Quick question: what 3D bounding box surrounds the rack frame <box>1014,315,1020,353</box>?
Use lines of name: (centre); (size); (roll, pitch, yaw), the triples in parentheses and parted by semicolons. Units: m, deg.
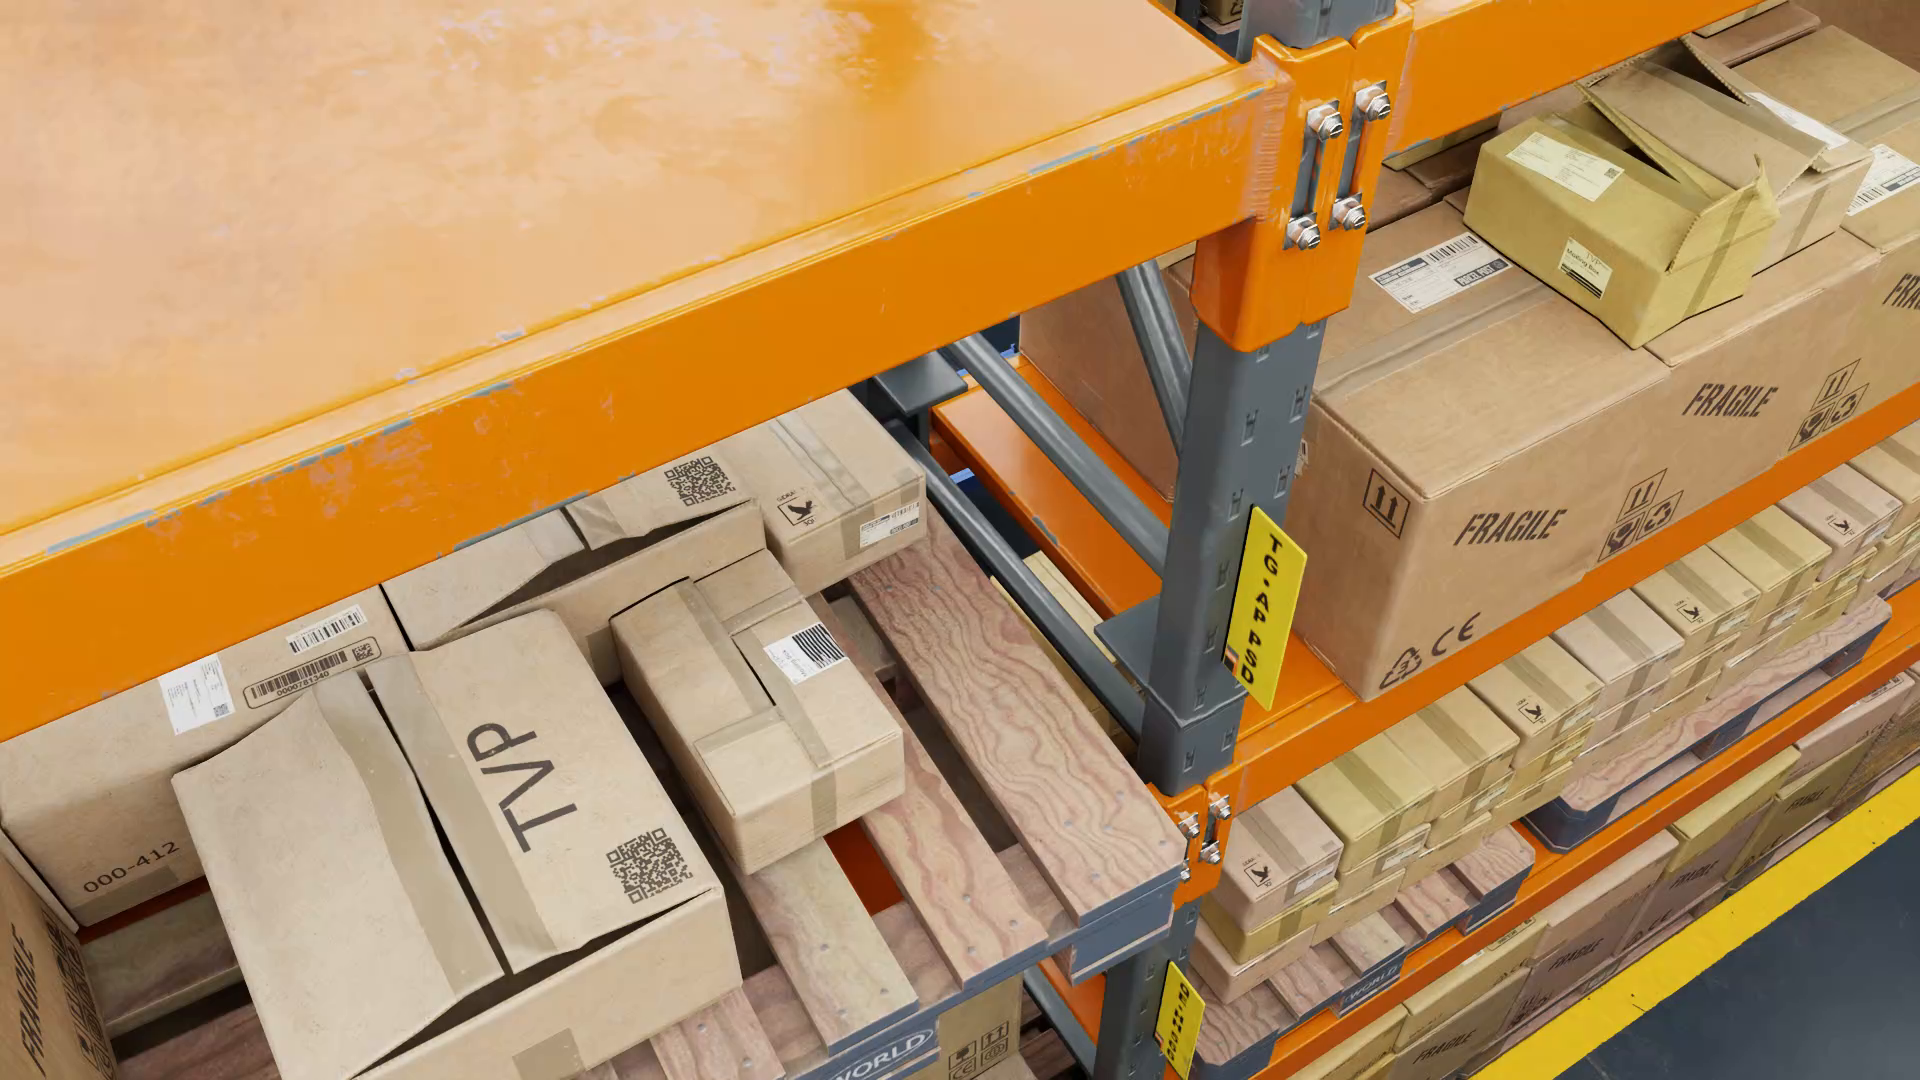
rack frame: (0.358, -0.667, 6.285); (0.032, 1.500, 0.500); (-25, 53, -21)

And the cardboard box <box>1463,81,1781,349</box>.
cardboard box: (1.035, -0.539, 2.579); (0.258, 0.266, 0.396); (-25, 53, -21)

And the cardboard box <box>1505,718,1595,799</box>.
cardboard box: (1.291, 0.399, 4.019); (0.250, 0.149, 0.380); (-25, 53, -21)

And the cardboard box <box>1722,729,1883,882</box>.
cardboard box: (2.567, 0.695, 5.461); (0.500, 0.500, 0.500); (-26, 53, -22)

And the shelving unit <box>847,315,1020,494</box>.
shelving unit: (-0.072, -0.465, 6.105); (1.048, 1.500, 0.538); (-25, 53, -21)

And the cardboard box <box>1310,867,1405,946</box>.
cardboard box: (0.823, 0.725, 3.928); (0.250, 0.149, 0.380); (-23, 52, -19)

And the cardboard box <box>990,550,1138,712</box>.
cardboard box: (0.279, 0.200, 3.997); (0.250, 0.149, 0.380); (-27, 54, -22)

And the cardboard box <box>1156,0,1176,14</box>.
cardboard box: (0.401, -2.994, 8.494); (0.875, 0.875, 1.225); (-25, 53, -21)

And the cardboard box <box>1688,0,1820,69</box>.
cardboard box: (1.298, -0.884, 3.399); (0.500, 0.500, 0.500); (-25, 53, -21)

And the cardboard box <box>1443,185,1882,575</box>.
cardboard box: (1.154, -0.355, 2.928); (0.500, 0.500, 0.500); (-25, 53, -21)

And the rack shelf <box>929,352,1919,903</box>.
rack shelf: (1.801, -0.617, 3.709); (4.000, 0.370, 1.077); (-25, 53, -21)

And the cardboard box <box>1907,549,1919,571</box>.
cardboard box: (2.619, -0.126, 4.686); (0.250, 0.149, 0.380); (-28, 54, -23)

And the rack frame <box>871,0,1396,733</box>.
rack frame: (0.110, -1.057, 1.610); (0.127, 3.000, 1.000); (-25, 53, -21)

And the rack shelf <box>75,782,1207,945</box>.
rack shelf: (-1.582, 0.977, 2.290); (4.000, 0.370, 1.077); (-25, 53, -21)

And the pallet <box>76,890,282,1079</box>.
pallet: (-1.351, 0.741, 2.144); (1.213, 0.211, 1.003); (-23, 52, -19)

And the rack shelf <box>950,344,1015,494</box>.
rack shelf: (-0.072, -0.345, 6.239); (1.000, 0.185, 0.538); (-25, 53, -21)

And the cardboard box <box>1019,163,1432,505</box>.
cardboard box: (0.457, -0.480, 3.039); (0.500, 0.500, 0.500); (-25, 53, -21)

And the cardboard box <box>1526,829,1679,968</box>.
cardboard box: (1.676, 0.868, 4.804); (0.500, 0.250, 0.500); (-25, 53, -21)

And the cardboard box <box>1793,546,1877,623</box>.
cardboard box: (2.148, 0.001, 4.374); (0.250, 0.149, 0.380); (-25, 53, -21)

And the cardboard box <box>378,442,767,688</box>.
cardboard box: (-0.620, -0.053, 2.437); (0.500, 0.311, 0.500); (-25, 53, -21)

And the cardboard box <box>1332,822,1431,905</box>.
cardboard box: (0.854, 0.608, 3.833); (0.250, 0.149, 0.380); (-23, 52, -19)

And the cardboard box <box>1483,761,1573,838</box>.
cardboard box: (1.278, 0.509, 4.121); (0.250, 0.149, 0.380); (-23, 52, -19)

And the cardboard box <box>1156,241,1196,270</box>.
cardboard box: (0.313, -0.672, 2.697); (0.258, 0.266, 0.396); (-25, 53, -21)

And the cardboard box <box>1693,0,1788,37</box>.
cardboard box: (1.390, -1.198, 3.165); (0.258, 0.266, 0.396); (-25, 53, -21)

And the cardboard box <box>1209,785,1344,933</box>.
cardboard box: (0.607, 0.621, 3.622); (0.250, 0.149, 0.380); (-25, 53, -21)

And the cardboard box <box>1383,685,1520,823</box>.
cardboard box: (1.039, 0.419, 3.802); (0.250, 0.149, 0.380); (-25, 53, -21)

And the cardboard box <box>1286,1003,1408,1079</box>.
cardboard box: (0.822, 1.259, 4.456); (0.500, 0.250, 0.500); (-27, 54, -22)

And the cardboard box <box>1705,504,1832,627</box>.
cardboard box: (1.927, 0.001, 4.174); (0.250, 0.149, 0.380); (-26, 53, -21)

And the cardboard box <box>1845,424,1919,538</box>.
cardboard box: (2.379, -0.216, 4.368); (0.250, 0.149, 0.380); (-27, 54, -22)

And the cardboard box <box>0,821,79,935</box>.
cardboard box: (-1.478, 0.352, 2.077); (0.500, 0.311, 0.500); (-26, 53, -21)

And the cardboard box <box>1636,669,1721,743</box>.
cardboard box: (1.716, 0.302, 4.305); (0.250, 0.149, 0.380); (-25, 53, -20)

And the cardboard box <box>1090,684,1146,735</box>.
cardboard box: (0.284, 0.299, 4.108); (0.250, 0.149, 0.380); (-24, 53, -20)

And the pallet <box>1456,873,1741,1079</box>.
pallet: (1.802, 1.072, 5.599); (1.213, 0.211, 1.003); (-25, 53, -21)

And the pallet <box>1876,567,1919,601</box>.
pallet: (2.768, -0.379, 5.153); (1.213, 0.211, 1.003); (-25, 53, -21)

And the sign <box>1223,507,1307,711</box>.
sign: (0.399, 0.097, 2.193); (0.005, 0.325, 0.100); (-25, 53, -21)

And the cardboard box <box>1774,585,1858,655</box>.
cardboard box: (2.162, 0.093, 4.491); (0.250, 0.149, 0.380); (-23, 52, -19)

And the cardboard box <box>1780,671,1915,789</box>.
cardboard box: (2.556, 0.440, 5.185); (0.500, 0.250, 0.500); (-23, 52, -19)

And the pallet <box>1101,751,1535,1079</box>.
pallet: (0.655, 0.651, 4.235); (1.003, 0.211, 1.213); (-25, 53, -21)

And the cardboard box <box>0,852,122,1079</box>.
cardboard box: (-1.211, 0.604, 1.725); (0.500, 0.500, 0.500); (-25, 53, -21)

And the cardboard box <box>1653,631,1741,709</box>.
cardboard box: (1.714, 0.204, 4.193); (0.250, 0.149, 0.380); (-26, 53, -21)

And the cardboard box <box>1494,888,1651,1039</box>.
cardboard box: (1.699, 1.100, 5.100); (0.500, 0.500, 0.500); (-26, 53, -22)

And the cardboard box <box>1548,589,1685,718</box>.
cardboard box: (1.492, 0.205, 3.993); (0.250, 0.149, 0.380); (-23, 52, -19)

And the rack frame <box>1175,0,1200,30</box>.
rack frame: (0.931, -3.828, 8.096); (0.127, 3.000, 1.000); (-25, 53, -21)

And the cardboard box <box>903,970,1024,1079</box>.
cardboard box: (-0.275, 0.745, 3.286); (0.500, 0.500, 0.700); (-25, 53, -21)

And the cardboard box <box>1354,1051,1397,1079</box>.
cardboard box: (0.844, 1.509, 4.735); (0.500, 0.500, 0.500); (-27, 54, -22)
